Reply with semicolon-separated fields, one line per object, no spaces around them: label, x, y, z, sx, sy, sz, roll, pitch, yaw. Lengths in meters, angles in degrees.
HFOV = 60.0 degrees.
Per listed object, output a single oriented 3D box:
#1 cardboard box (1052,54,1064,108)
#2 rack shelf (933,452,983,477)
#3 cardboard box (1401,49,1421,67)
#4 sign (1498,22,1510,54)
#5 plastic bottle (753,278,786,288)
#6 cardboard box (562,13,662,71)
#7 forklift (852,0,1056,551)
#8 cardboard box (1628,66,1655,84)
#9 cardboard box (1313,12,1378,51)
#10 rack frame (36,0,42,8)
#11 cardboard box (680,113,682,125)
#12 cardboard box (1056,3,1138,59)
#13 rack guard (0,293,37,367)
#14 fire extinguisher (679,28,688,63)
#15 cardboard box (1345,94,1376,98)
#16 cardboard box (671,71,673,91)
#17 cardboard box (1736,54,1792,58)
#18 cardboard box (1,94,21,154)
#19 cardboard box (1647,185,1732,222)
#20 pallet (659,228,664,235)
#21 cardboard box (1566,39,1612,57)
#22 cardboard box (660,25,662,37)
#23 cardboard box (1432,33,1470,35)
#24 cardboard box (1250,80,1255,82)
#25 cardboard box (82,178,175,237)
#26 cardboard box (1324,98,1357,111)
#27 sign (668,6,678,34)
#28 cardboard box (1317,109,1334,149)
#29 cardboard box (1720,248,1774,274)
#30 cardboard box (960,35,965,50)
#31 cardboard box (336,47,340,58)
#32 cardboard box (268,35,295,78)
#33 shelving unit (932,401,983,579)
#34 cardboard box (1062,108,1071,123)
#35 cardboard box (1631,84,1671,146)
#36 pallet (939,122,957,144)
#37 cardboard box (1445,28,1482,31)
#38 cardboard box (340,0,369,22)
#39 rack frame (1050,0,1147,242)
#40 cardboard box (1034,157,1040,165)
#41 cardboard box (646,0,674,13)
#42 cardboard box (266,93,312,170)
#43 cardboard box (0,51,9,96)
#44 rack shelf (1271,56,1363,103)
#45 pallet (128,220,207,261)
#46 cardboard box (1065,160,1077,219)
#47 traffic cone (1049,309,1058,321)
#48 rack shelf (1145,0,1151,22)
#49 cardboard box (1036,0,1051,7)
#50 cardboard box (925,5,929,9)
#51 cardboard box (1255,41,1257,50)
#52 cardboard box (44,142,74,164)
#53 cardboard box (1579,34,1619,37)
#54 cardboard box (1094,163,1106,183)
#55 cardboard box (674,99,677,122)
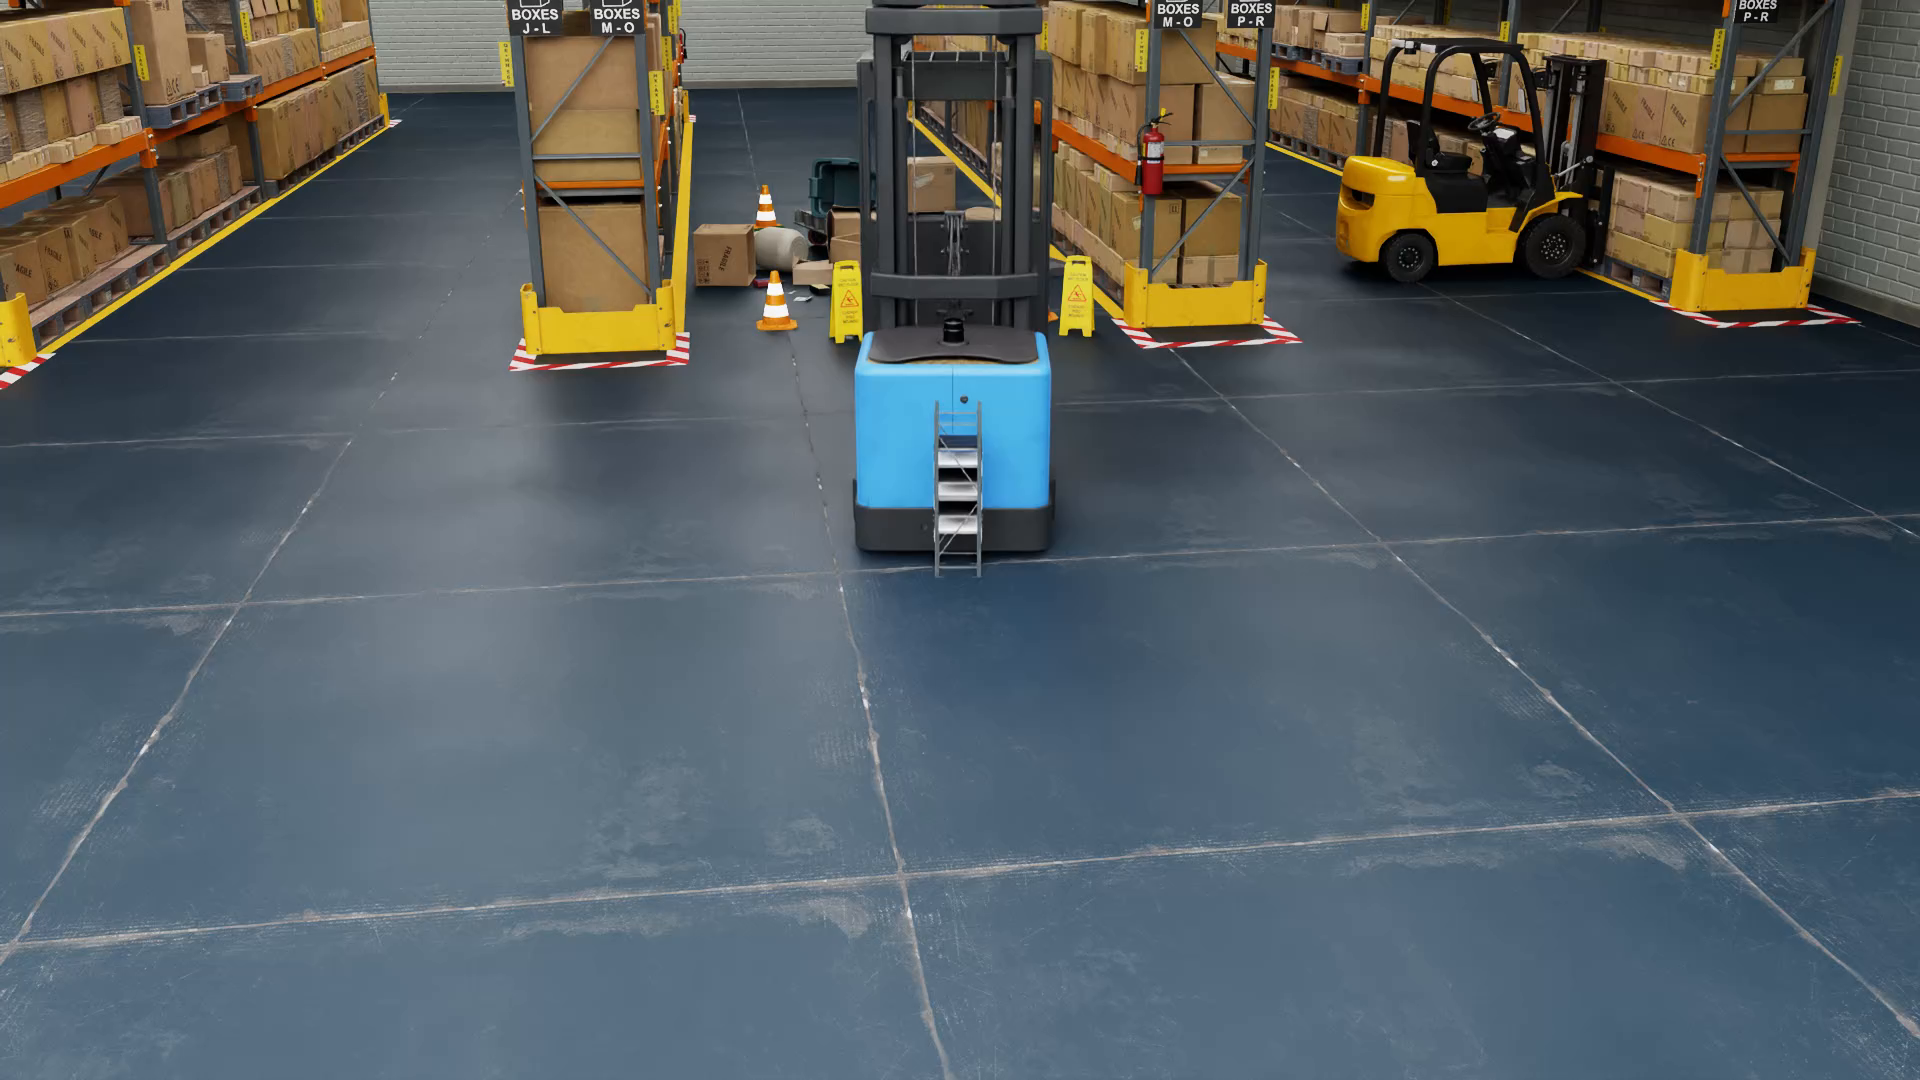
cardboard box;1.216;-4.652;16.816;0.500;0.500;0.500;-3;21;-8
rack shelf;-0.010;-0.394;8.567;0.258;0.077;0.200;0;20;0
cardboard box;5.714;-5.911;20.256;0.500;0.250;0.500;-3;21;-9
sign;5.804;-5.358;17.734;0.100;0.325;0.005;-3;21;-8
plastic bottle;-1.787;-2.419;15.607;0.283;0.061;0.133;-11;23;-26
cardboard box;-3.242;-4.610;15.513;0.875;0.550;0.550;-3;21;-8
forklift;-0.025;-1.777;9.786;1.130;2.935;3.031;0;20;0
cardboard box;6.437;-4.312;15.404;0.380;0.149;0.250;-4;21;-10
cardboard box;5.345;-7.070;23.110;0.797;0.503;0.637;-3;21;-9
rack frame;-15.009;-8.037;26.449;1.000;3.000;0.127;-3;21;-8
cardboard box;-4.344;-6.260;24.738;0.380;0.149;0.250;-2;21;-5
cardboard box;1.329;-4.946;16.173;0.700;0.500;0.500;-3;21;-7
rack guard;-7.812;-1.603;12.793;1.175;0.500;0.348;-3;21;-8
fire extinguisher;-4.765;-8.402;28.068;0.296;0.674;0.183;-3;21;-8
cardboard box;5.760;-6.335;23.937;0.380;0.149;0.250;-4;21;-10
cardboard box;-3.701;-5.637;19.879;0.500;0.500;0.500;-3;21;-8
cardboard box;7.103;-4.211;14.709;0.380;0.149;0.250;-2;21;-6
cardboard box;-8.044;-3.293;13.177;0.875;0.500;0.500;-3;21;-8
cardboard box;6.541;-3.020;14.915;0.500;0.250;0.500;-2;21;-6
pallet;-3.641;-3.305;17.762;1.003;0.211;1.213;-3;21;-8
cardboard box;6.265;-4.892;16.532;0.380;0.149;0.250;-3;21;-9
cardboard box;-3.979;-6.438;21.075;0.380;0.149;0.250;-3;21;-8
cardboard box;5.847;-5.963;19.824;0.380;0.149;0.250;-3;21;-8
cardboard box;4.666;-7.362;27.612;0.500;0.500;0.500;-3;21;-7
cardboard box;-8.445;-3.381;16.926;0.700;0.500;0.500;-5;21;-12
cardboard box;5.348;-6.123;23.368;0.380;0.149;0.250;-3;21;-9
sign;-3.483;-6.304;20.153;0.100;0.325;0.005;-3;21;-8
cardboard box;5.350;-5.785;23.390;0.500;0.500;0.500;-2;21;-5
cardboard box;7.039;-2.588;15.187;0.500;0.250;0.500;-3;21;-8
cardboard box;0.284;-6.869;22.821;0.500;0.250;0.500;-4;21;-9
cardboard box;-9.361;-7.177;24.504;0.380;0.149;0.250;-3;21;-9
cardboard box;-8.979;-6.275;21.587;0.500;0.500;0.500;-3;21;-8
shelving unit;-0.010;-0.257;8.618;0.258;0.900;0.210;0;20;0
cardboard box;1.244;-4.304;16.813;0.380;0.149;0.250;-2;21;-6
cardboard box;6.520;-3.883;15.183;0.500;0.500;0.500;-2;21;-6
pallet;0.243;-6.363;25.951;1.003;0.211;1.213;-3;21;-8
cardboard box;6.240;-6.258;20.614;0.380;0.149;0.250;-3;21;-9
cardboard box;-9.777;-8.552;26.544;0.500;0.500;0.500;-3;21;-7
rack frame;1.429;-4.632;17.332;1.000;3.000;0.127;-3;21;-8
cardboard box;1.142;-4.269;19.514;0.950;0.372;0.625;-2;21;-6
cardboard box;-4.432;-7.941;24.192;0.500;0.500;0.500;-2;21;-6
cardboard box;-9.154;-5.268;21.470;1.225;0.875;0.875;-3;21;-8
cardboard box;-7.611;-3.606;12.587;0.500;0.500;0.500;-3;21;-8
rack shelf;5.475;-6.624;23.693;1.077;0.370;4.000;-3;21;-8
pallet;-8.492;-3.096;17.203;1.003;0.211;1.213;-3;21;-8
cardboard box;1.335;-3.490;16.530;0.500;0.500;0.500;-2;21;-6
traffic cone;0.667;-2.143;14.292;0.336;0.463;0.334;-3;21;-8
rack shelf;1.717;-5.008;15.079;1.077;0.370;4.000;-3;21;-8
cardboard box;1.023;-6.716;21.337;0.500;0.500;0.500;-4;21;-10
cardboard box;-0.278;-8.593;26.363;0.500;0.500;0.500;-3;21;-8
cardboard box;4.832;-7.723;25.965;0.380;0.149;0.250;-2;21;-6
cardboard box;-7.727;-3.265;14.029;0.380;0.149;0.250;-3;21;-8
cardboard box;6.680;-5.190;17.329;0.380;0.149;0.250;-3;21;-9
cardboard box;1.443;-3.378;15.303;0.380;0.149;0.250;-2;21;-5
cardboard box;-4.023;-5.708;22.113;0.500;0.250;0.500;-3;21;-7
